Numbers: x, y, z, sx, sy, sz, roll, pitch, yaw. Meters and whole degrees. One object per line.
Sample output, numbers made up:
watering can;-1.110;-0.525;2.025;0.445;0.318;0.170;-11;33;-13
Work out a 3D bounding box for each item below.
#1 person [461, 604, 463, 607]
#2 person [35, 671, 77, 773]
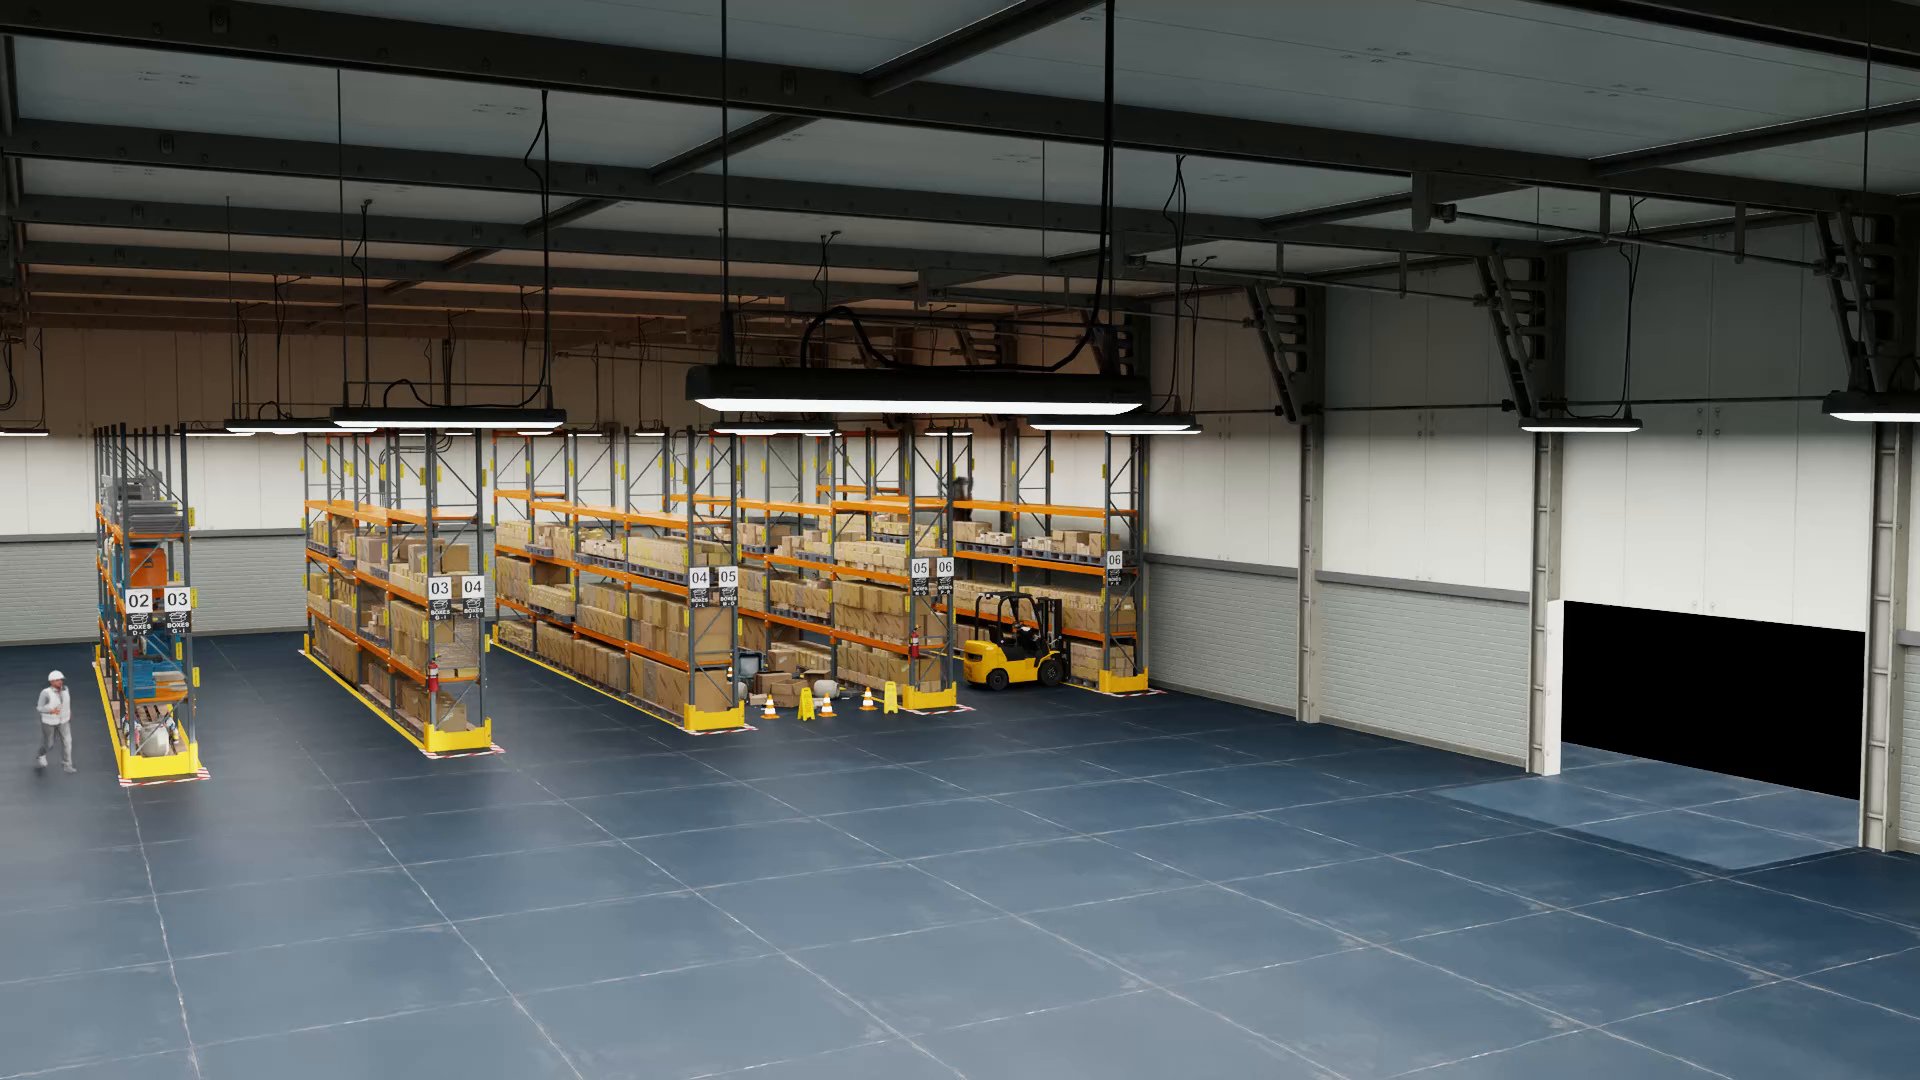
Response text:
person;-13.083;2.266;43.038;0.624;1.712;0.705;-3;5;-42
person;-15.527;3.099;28.486;1.025;1.739;0.632;3;4;37
